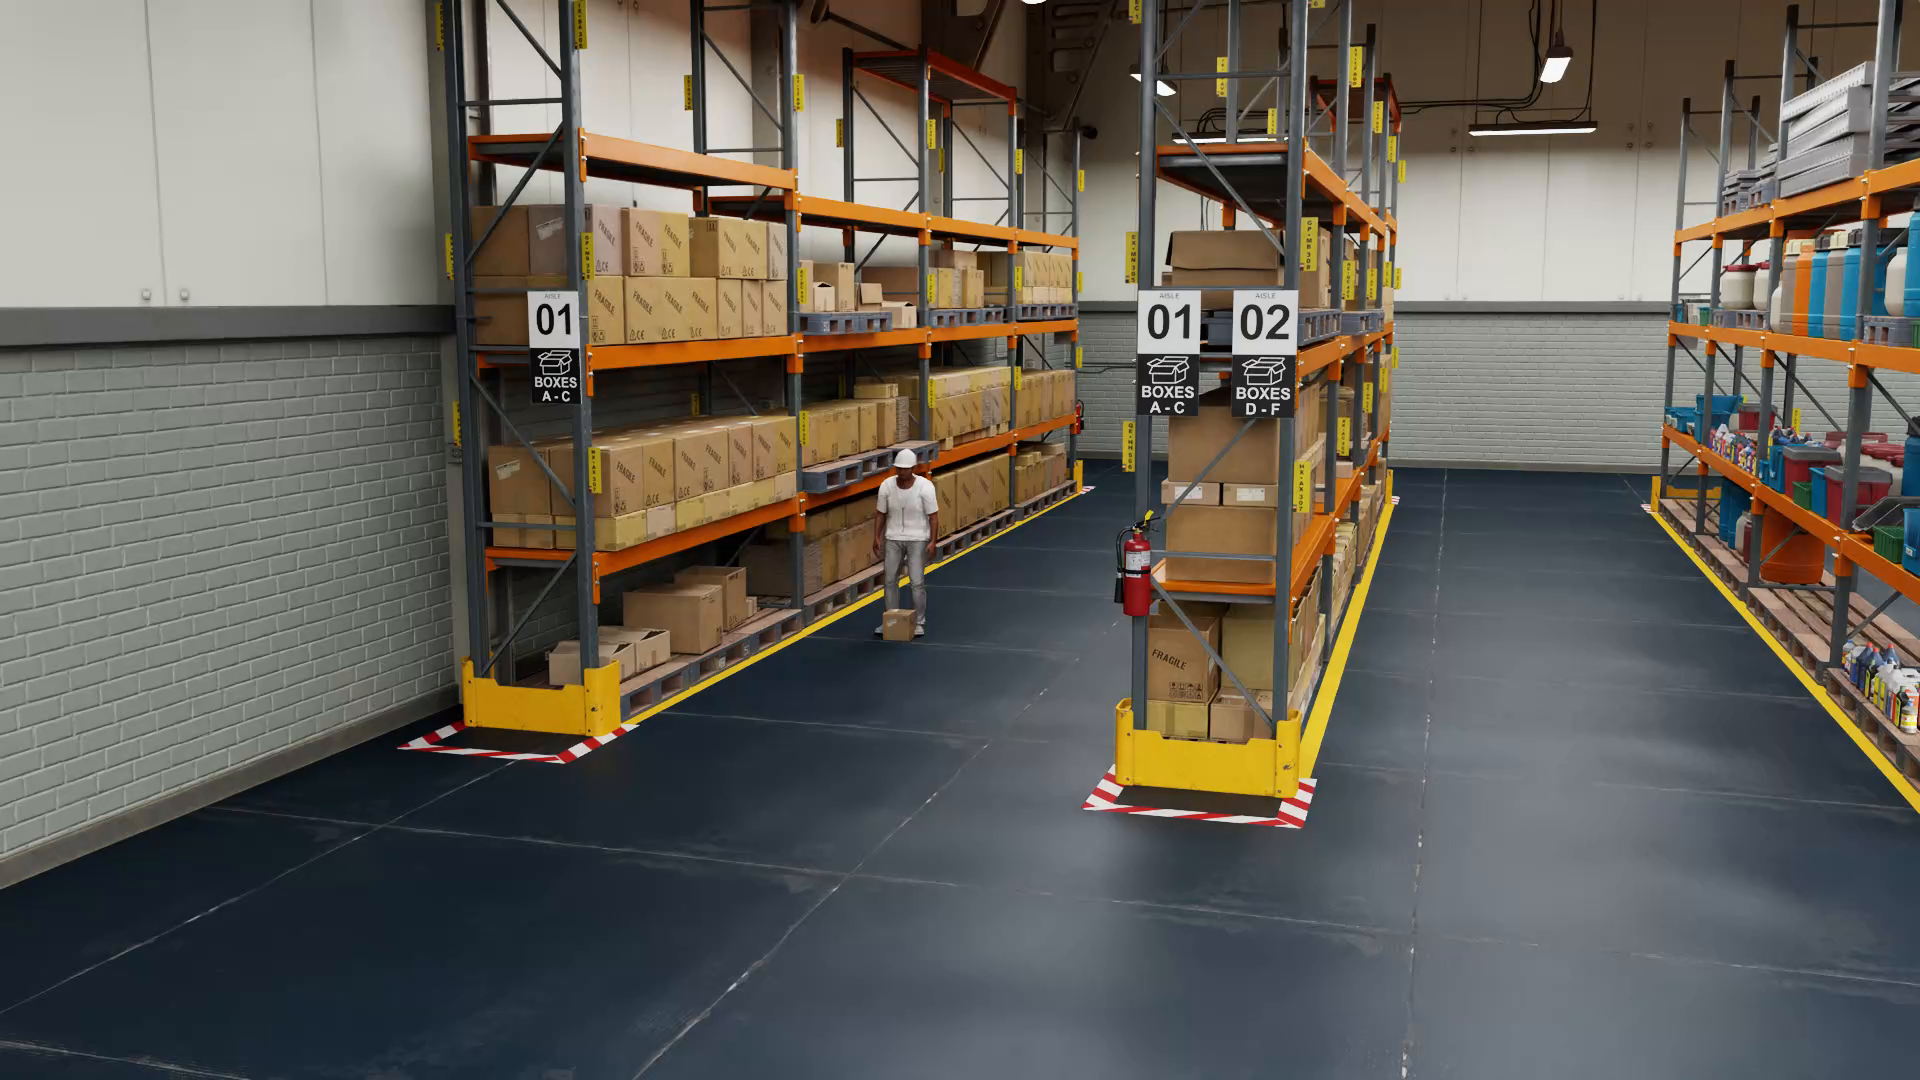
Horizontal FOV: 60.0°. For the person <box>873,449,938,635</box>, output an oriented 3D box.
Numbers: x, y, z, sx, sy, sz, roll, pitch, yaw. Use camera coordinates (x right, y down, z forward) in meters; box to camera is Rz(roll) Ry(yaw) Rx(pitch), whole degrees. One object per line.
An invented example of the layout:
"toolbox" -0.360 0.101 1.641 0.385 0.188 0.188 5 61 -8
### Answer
"person" -0.517 0.015 15.664 0.627 1.761 0.458 2 9 14
